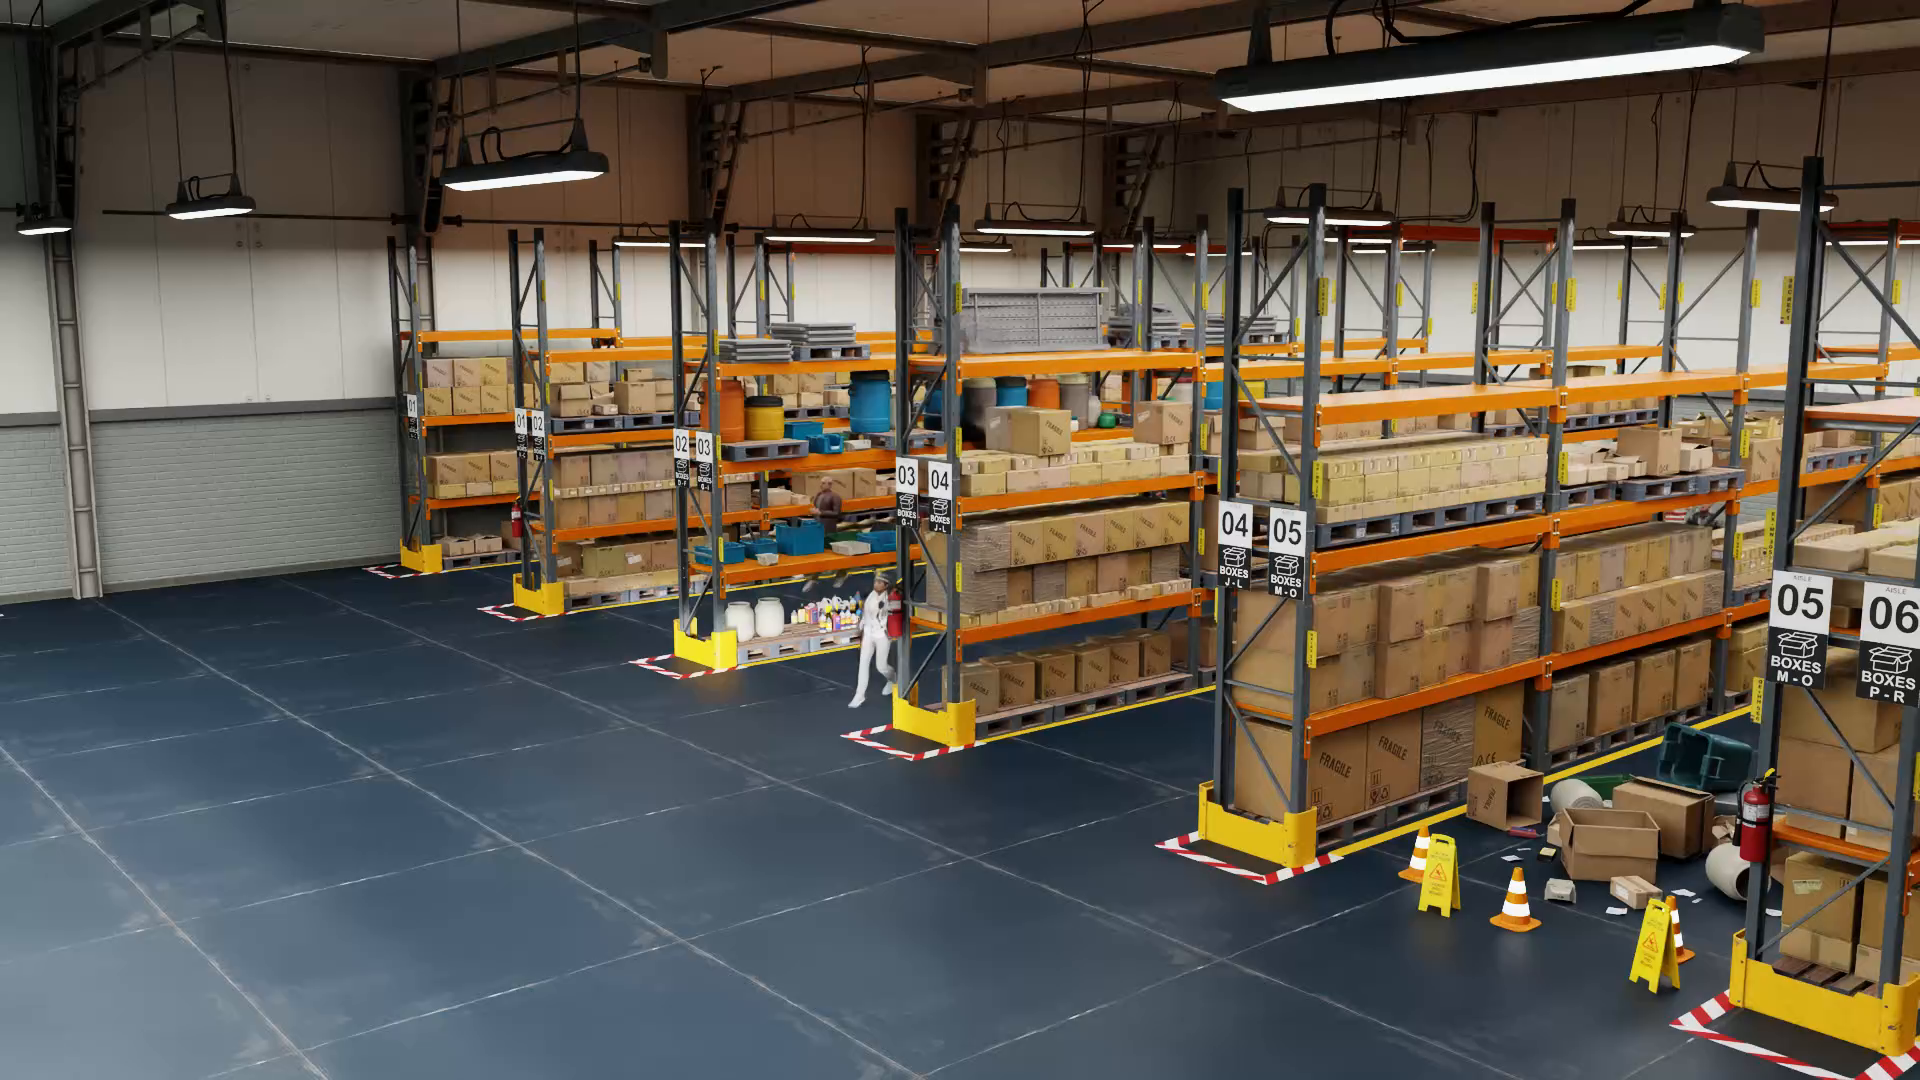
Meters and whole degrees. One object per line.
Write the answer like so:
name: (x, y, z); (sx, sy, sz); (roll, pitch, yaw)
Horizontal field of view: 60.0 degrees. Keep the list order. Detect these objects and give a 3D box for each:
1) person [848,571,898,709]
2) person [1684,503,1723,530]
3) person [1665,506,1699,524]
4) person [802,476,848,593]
person: (-0.971, 1.209, 20.507); (0.643, 1.710, 0.829); (7, 11, 37)
person: (12.097, 0.164, 27.159); (0.694, 1.696, 0.841); (7, 11, 38)
person: (12.835, -0.282, 29.858); (0.669, 1.828, 0.781); (-3, 9, -19)
person: (-2.157, -0.111, 26.615); (0.689, 1.825, 0.919); (6, 11, 36)
